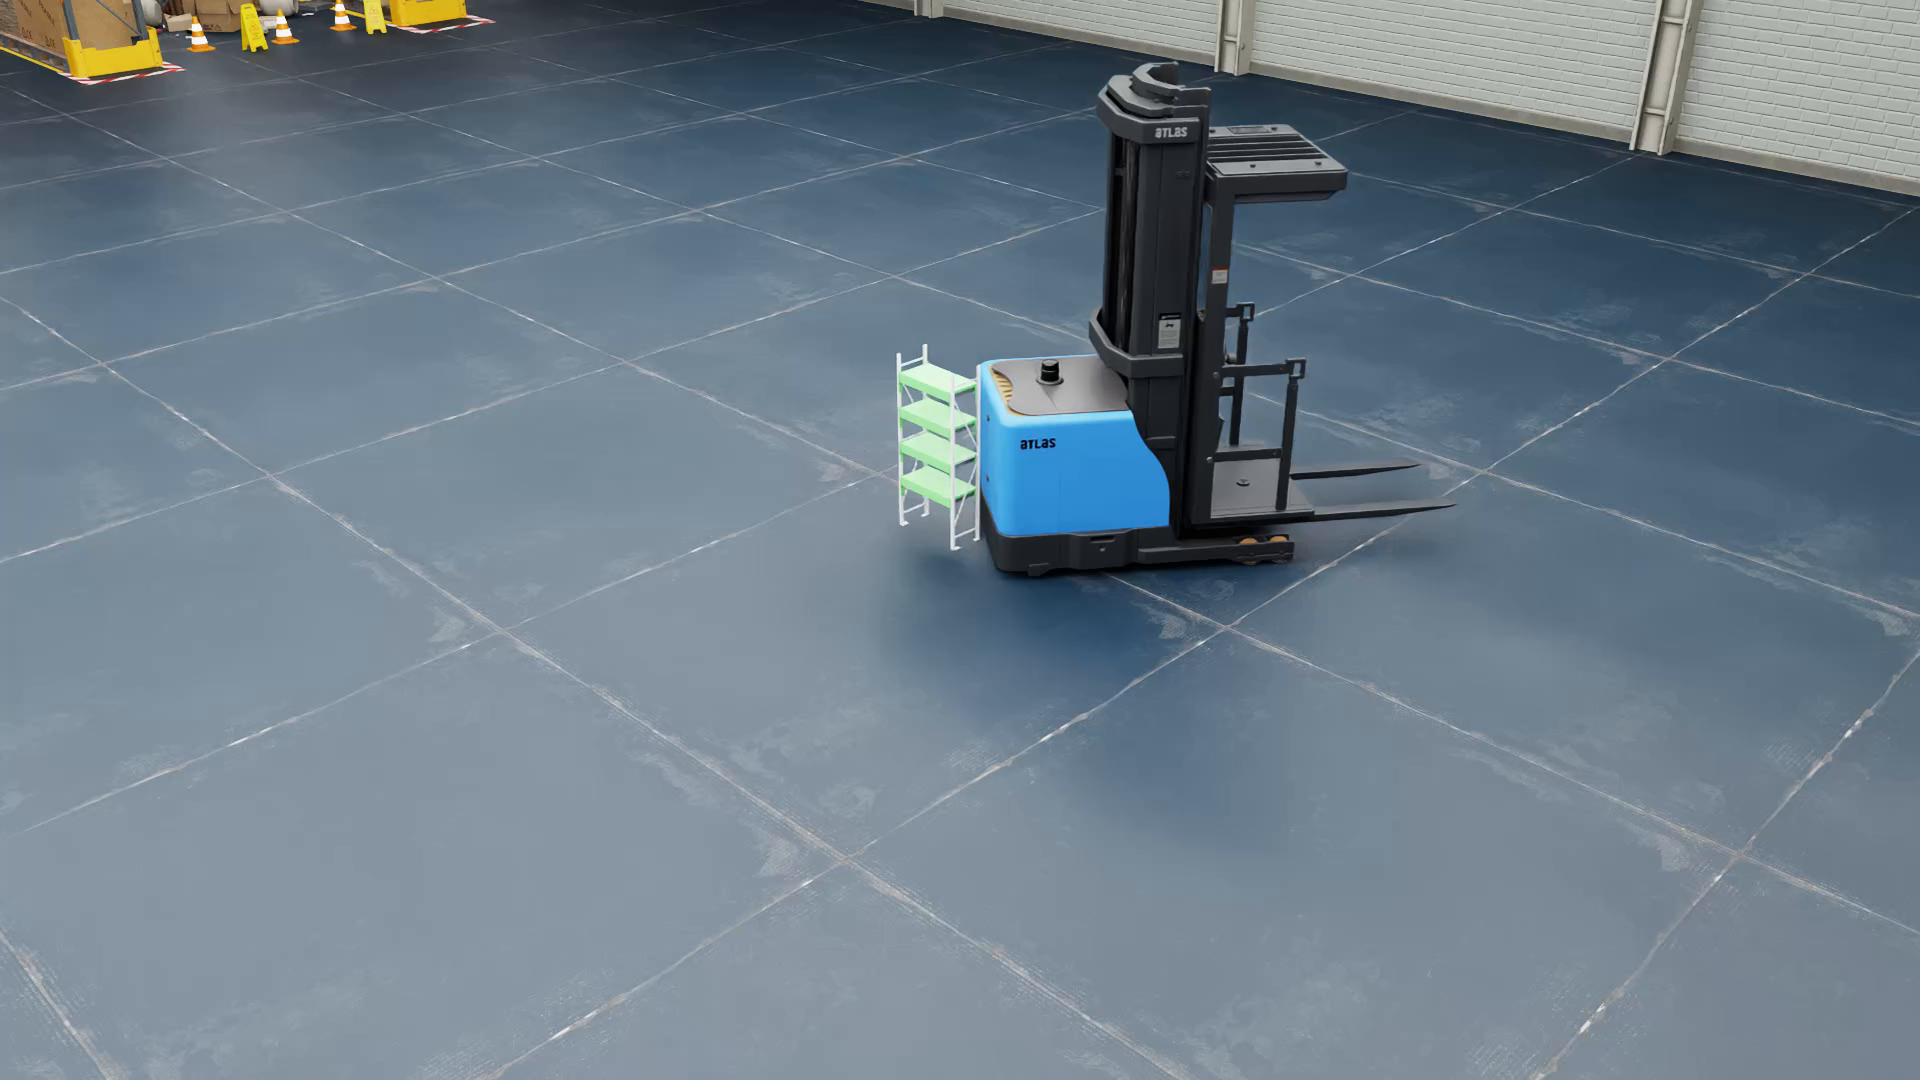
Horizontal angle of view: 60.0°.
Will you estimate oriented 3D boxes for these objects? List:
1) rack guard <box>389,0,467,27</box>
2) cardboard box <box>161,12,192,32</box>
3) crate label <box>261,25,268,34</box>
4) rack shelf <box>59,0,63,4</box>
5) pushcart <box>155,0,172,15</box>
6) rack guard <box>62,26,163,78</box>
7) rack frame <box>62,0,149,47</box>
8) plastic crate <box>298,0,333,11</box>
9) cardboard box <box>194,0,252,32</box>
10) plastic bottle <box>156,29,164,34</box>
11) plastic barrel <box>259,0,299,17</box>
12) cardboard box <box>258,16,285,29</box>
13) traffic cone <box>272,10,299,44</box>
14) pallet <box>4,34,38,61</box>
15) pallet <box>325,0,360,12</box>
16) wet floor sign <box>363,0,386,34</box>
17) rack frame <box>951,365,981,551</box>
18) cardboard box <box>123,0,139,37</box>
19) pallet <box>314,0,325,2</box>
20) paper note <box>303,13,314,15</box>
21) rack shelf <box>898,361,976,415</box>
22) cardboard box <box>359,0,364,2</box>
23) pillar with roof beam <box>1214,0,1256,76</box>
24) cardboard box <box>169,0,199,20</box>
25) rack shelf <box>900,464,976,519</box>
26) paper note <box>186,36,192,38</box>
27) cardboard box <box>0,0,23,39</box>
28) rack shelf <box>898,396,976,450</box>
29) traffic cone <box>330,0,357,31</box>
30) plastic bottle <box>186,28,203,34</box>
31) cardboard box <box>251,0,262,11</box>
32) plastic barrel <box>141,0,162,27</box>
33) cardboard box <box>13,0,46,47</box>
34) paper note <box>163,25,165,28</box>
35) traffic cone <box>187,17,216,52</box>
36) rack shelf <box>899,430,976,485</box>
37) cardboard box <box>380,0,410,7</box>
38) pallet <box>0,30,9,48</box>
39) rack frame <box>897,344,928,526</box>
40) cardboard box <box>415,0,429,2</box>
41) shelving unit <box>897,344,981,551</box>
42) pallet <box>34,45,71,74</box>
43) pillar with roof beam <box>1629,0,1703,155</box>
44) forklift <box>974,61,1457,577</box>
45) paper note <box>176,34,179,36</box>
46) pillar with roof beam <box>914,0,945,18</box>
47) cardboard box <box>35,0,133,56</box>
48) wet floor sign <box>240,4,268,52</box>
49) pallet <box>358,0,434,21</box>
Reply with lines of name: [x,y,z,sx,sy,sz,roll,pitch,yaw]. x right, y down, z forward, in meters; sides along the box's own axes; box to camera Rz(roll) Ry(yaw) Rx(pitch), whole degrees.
rack guard: [-8.439,-8.498,26.367,0.348,0.500,1.175,25,36,38]
cardboard box: [-12.118,-8.049,25.765,0.396,0.266,0.258,-18,33,-31]
crate label: [-10.735,-7.781,25.394,0.298,0.136,0.250,7,29,13]
rack shelf: [-13.209,-8.238,23.960,4.000,0.370,1.077,25,36,38]
pushcart: [-12.800,-8.951,27.360,0.936,0.377,1.648,12,30,22]
rack guard: [-11.766,-6.789,23.118,0.348,0.500,1.175,25,36,38]
rack frame: [-11.783,-7.903,22.551,0.127,3.000,1.000,25,36,38]
plastic crate: [-10.692,-8.808,27.408,0.583,0.080,0.402,12,30,22]
cardboard box: [-11.412,-8.207,25.811,0.637,0.503,0.797,2,28,4]
plastic bottle: [-12.354,-7.793,25.498,0.133,0.061,0.283,12,30,22]
plastic barrel: [-10.919,-8.610,26.664,0.512,0.421,0.421,-3,28,-5]
cardboard box: [-10.735,-8.074,25.939,0.380,0.149,0.250,-7,29,-14]
traffic cone: [-10.131,-7.689,24.869,0.334,0.463,0.336,25,36,38]
pallet: [-13.274,-7.302,24.404,1.213,0.211,1.003,25,36,38]
pallet: [-9.859,-9.045,27.717,1.213,0.211,1.003,25,36,38]
wet floor sign: [-8.999,-8.120,25.493,0.267,0.644,0.232,-13,30,-22]
rack frame: [0.034,-0.502,10.409,0.240,1.200,0.015,-24,36,-38]
cardboard box: [-12.809,-7.937,25.299,0.500,0.500,0.500,-18,33,-31]
pallet: [-10.733,-9.443,28.475,1.213,0.211,1.003,25,36,38]
paper note: [-10.543,-8.512,26.898,0.148,0.019,0.142,12,30,22]
rack shelf: [-0.134,-0.953,10.372,0.258,0.148,0.480,-24,36,-38]
cardboard box: [-9.513,-8.894,26.938,0.500,0.250,0.500,25,37,39]
pillar with roof beam: [0.767,-9.065,18.314,0.400,9.000,9.100,25,36,38]
cardboard box: [-12.085,-8.570,26.355,0.503,0.637,0.797,25,36,38]
rack shelf: [-0.134,-0.316,10.707,0.258,0.148,0.480,-24,36,-38]
paper note: [-11.681,-7.650,25.261,0.144,0.017,0.142,-13,30,-22]
cardboard box: [-13.590,-7.933,24.439,0.875,0.875,0.875,25,37,39]
rack shelf: [-0.134,-0.740,10.484,0.258,0.148,0.480,-24,36,-38]
traffic cone: [-9.596,-8.169,25.781,0.334,0.463,0.336,25,36,38]
plastic bottle: [-11.786,-7.819,25.548,0.283,0.061,0.133,12,30,22]
cardboard box: [-11.427,-8.978,27.278,0.500,0.500,0.500,-3,28,-5]
plastic barrel: [-12.751,-8.207,25.897,0.512,0.421,0.421,-3,28,-5]
cardboard box: [-12.942,-7.635,23.872,0.875,0.875,0.875,24,36,38]
paper note: [-12.384,-8.055,26.038,0.172,0.023,0.155,-13,30,-22]
traffic cone: [-11.166,-7.425,24.367,0.334,0.463,0.336,25,36,38]
rack shelf: [-0.134,-0.528,10.595,0.258,0.148,0.480,-24,36,-38]
cardboard box: [-9.167,-8.730,26.627,0.500,0.250,0.500,24,36,38]
pallet: [-14.148,-7.700,25.161,1.213,0.211,1.003,25,36,38]
rack frame: [-0.302,-0.667,10.722,0.240,1.200,0.015,-24,36,-38]
cardboard box: [-8.766,-8.903,26.955,0.500,0.250,0.500,24,36,38]
shelving unit: [-0.134,-0.584,10.566,0.258,1.200,0.503,-24,36,-38]
pallet: [-12.408,-6.904,23.647,1.213,0.211,1.003,25,36,38]
pillar with roof beam: [5.045,-7.107,14.591,0.400,9.000,9.100,25,36,38]
forklift: [1.656,-1.378,10.215,3.031,2.935,1.130,-4,28,-8]
paper note: [-11.960,-7.719,25.412,0.032,0.001,0.123,-7,29,-14]
pillar with roof beam: [-3.512,-11.023,22.037,0.400,9.000,9.100,25,36,38]
cardboard box: [-12.313,-7.348,23.327,0.875,0.875,0.875,25,37,39]
wet floor sign: [-10.374,-7.509,24.331,0.232,0.644,0.267,18,33,30]
pallet: [-8.993,-8.647,26.961,1.213,0.211,1.003,25,36,38]
